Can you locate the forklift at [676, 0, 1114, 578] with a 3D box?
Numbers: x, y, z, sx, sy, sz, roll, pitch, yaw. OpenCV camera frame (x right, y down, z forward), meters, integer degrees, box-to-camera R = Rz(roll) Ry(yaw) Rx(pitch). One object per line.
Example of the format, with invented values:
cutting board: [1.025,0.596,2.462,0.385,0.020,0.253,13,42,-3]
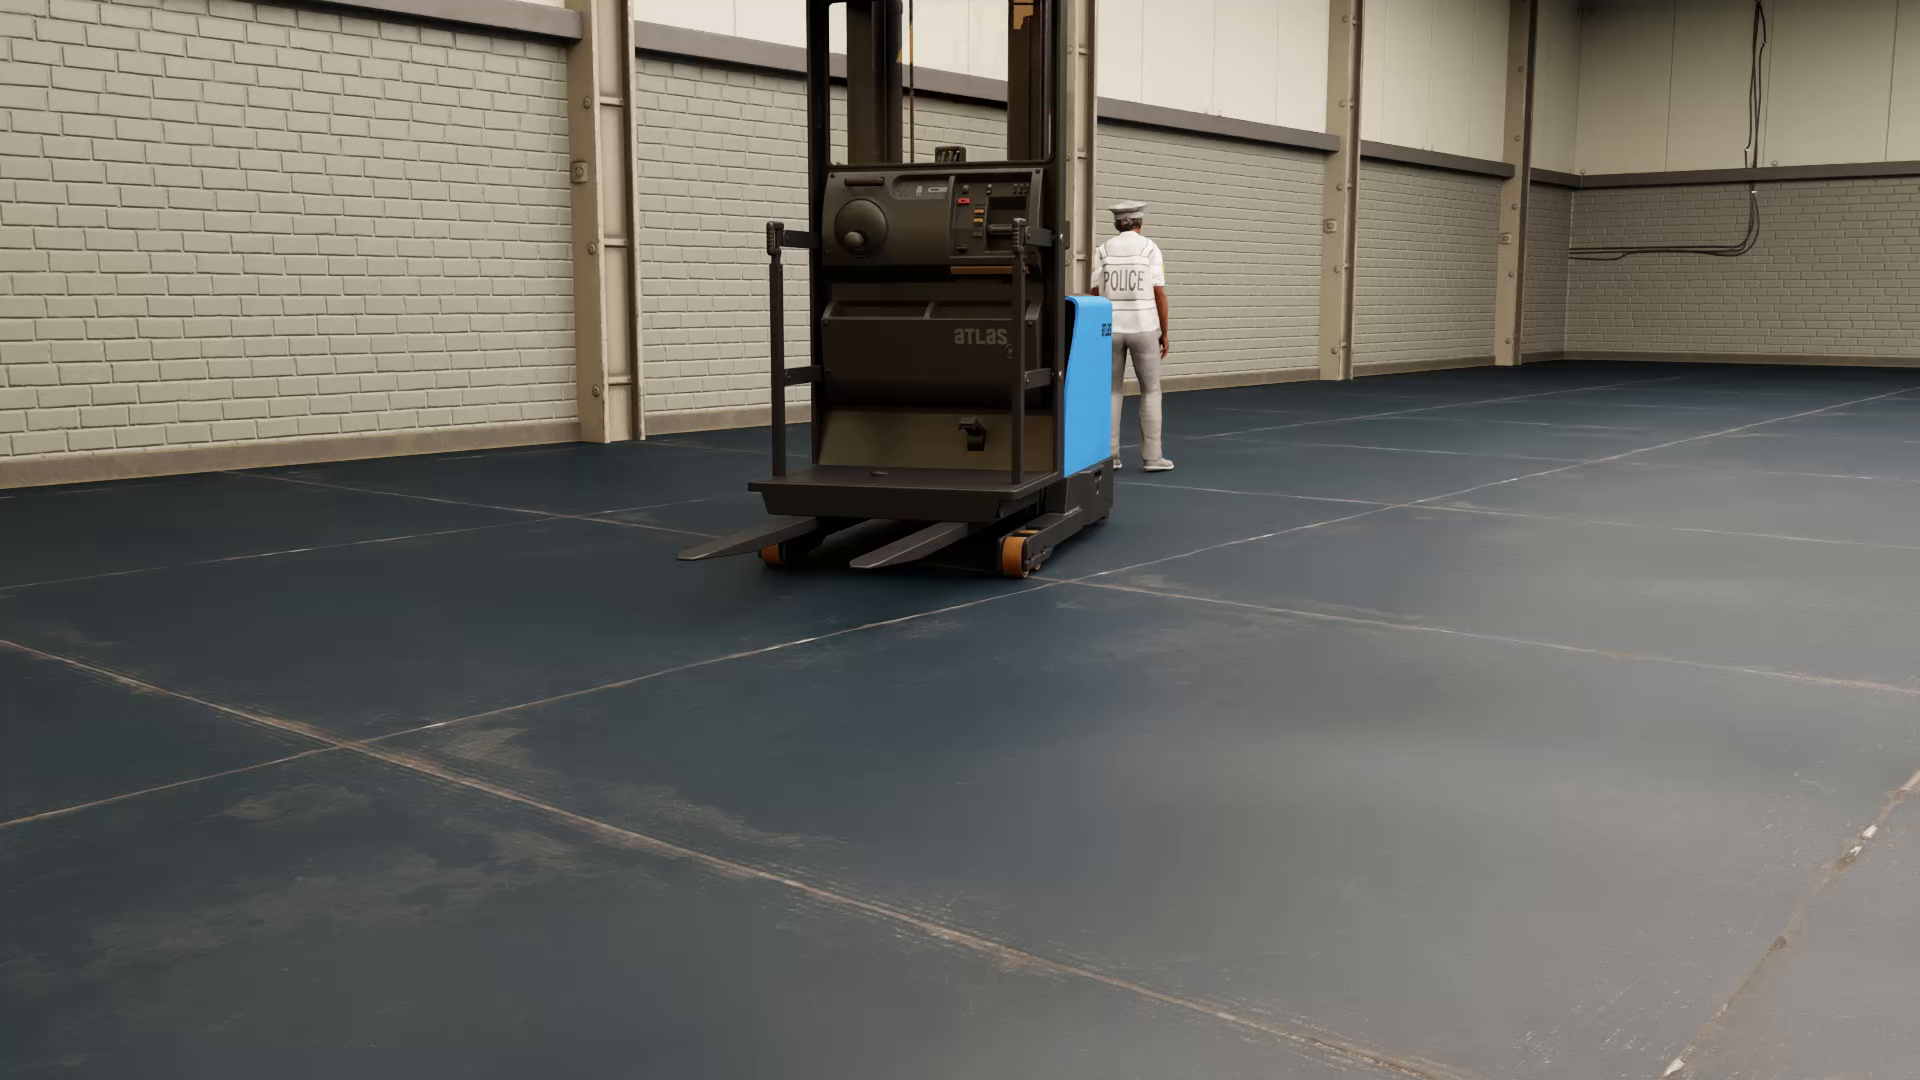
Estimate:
forklift: [-0.176,-1.366,6.616,1.130,2.935,3.031,3,9,17]

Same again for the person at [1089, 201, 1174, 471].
person: [1.056,-1.259,10.282,0.530,1.659,0.398,3,9,17]
